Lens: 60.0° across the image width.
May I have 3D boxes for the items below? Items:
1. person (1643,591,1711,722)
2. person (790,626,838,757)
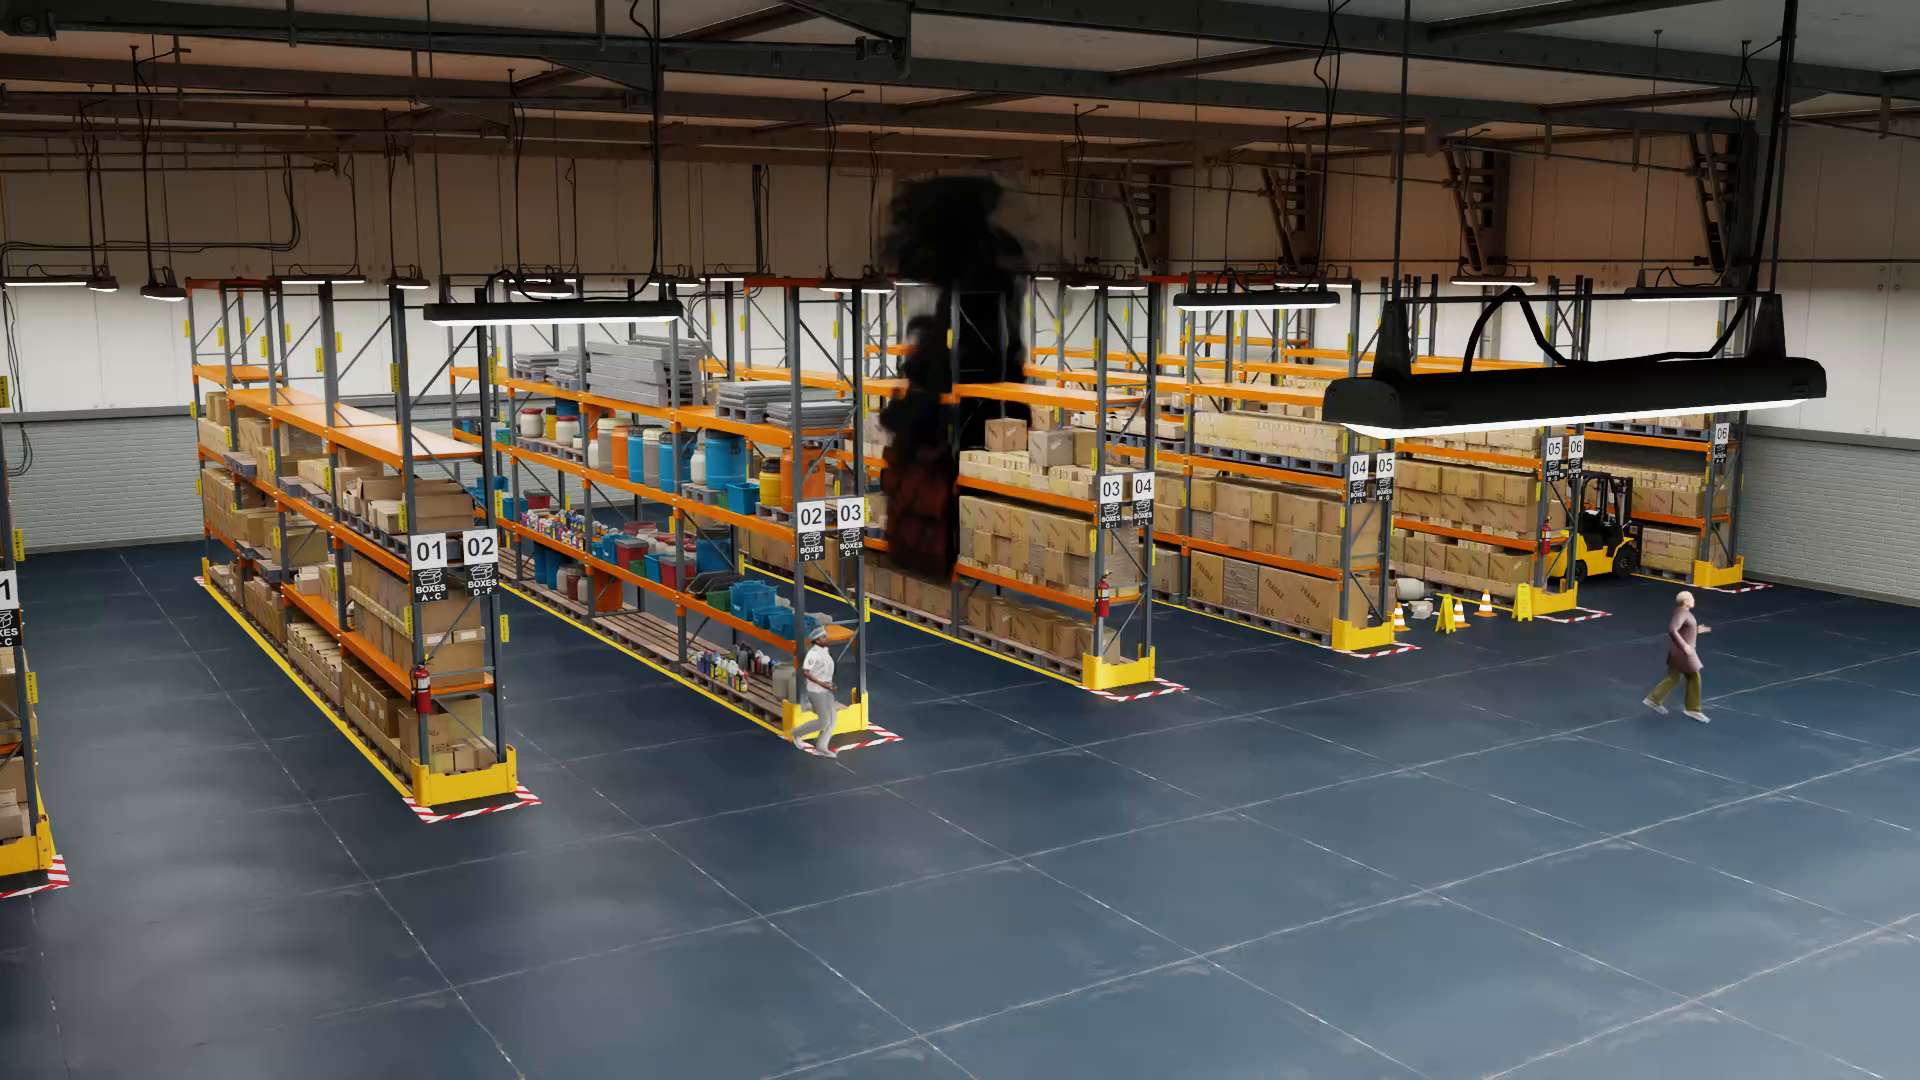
[{"bbox_3d":[9.994,1.607,23.076,0.876,1.823,0.694,1,10,8],"label":"person"},{"bbox_3d":[-1.837,1.919,21.194,0.582,1.691,0.585,3,10,16],"label":"person"}]
